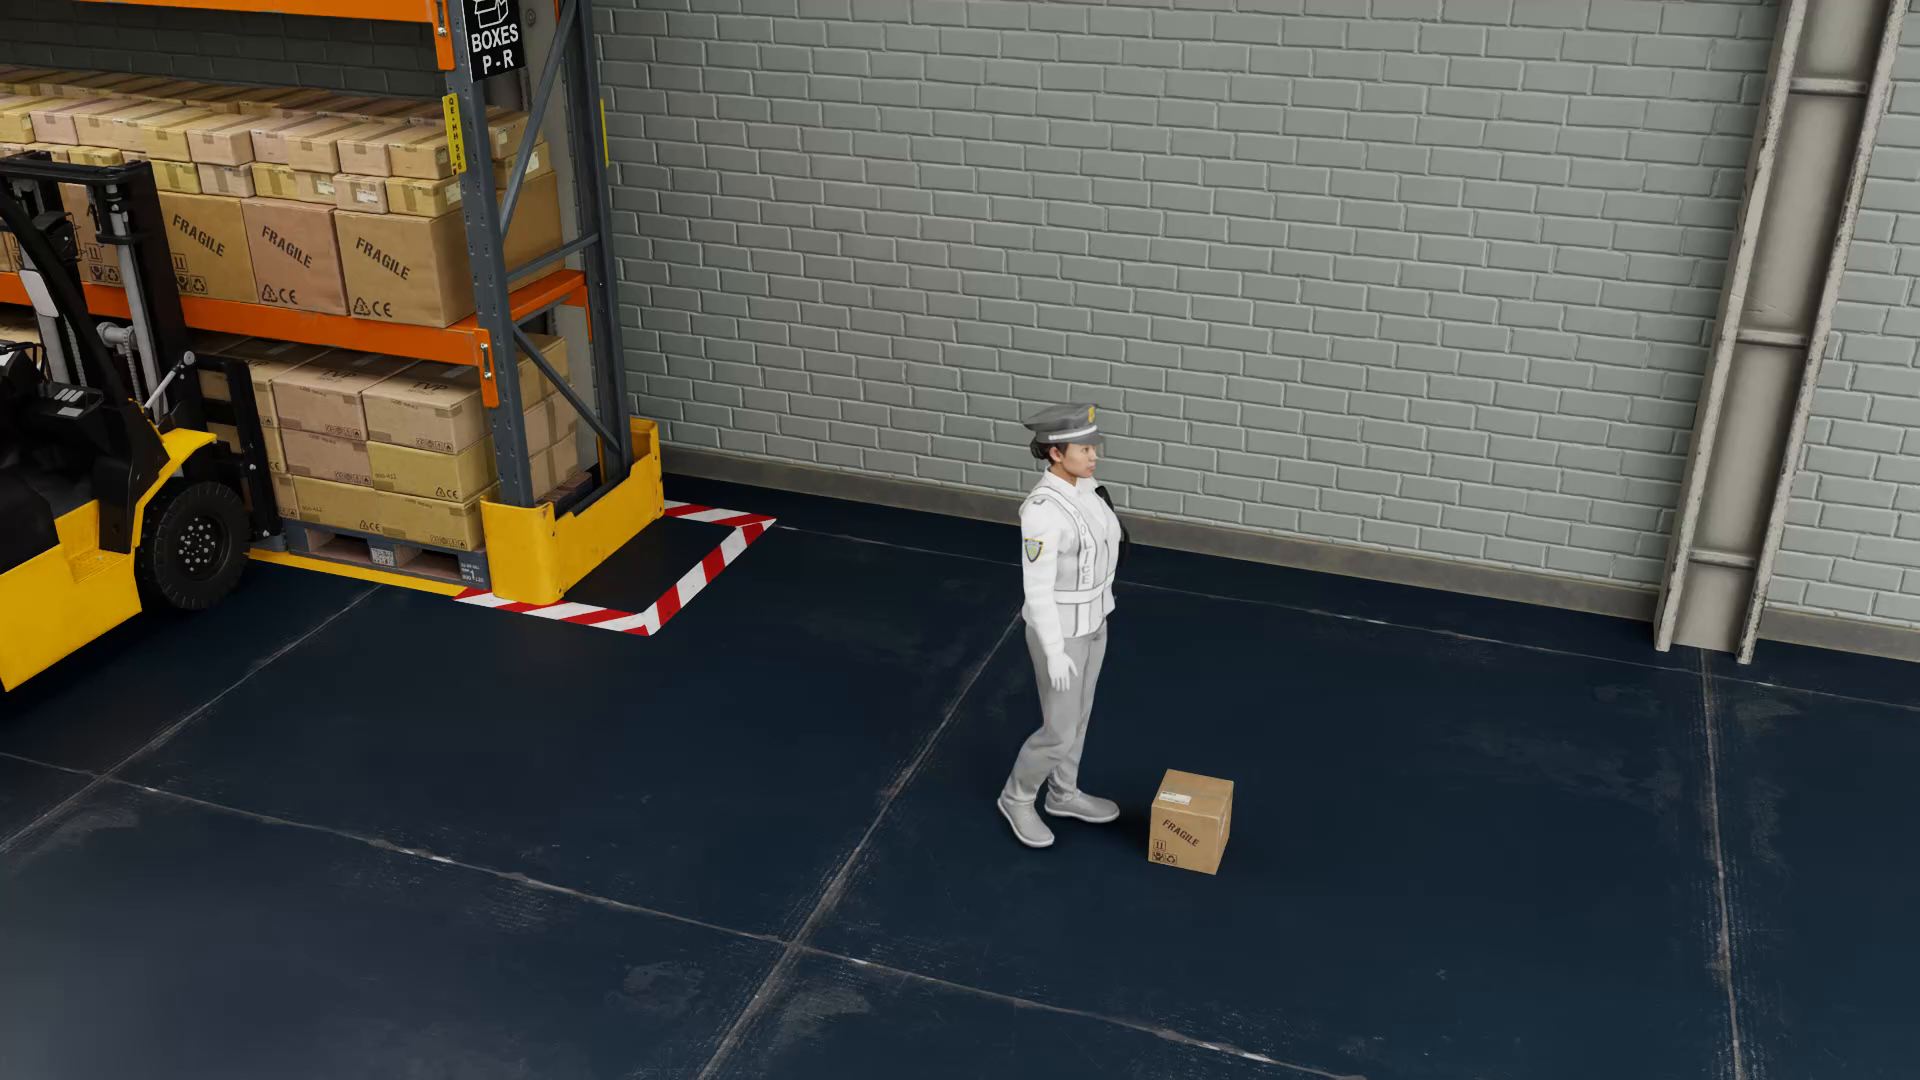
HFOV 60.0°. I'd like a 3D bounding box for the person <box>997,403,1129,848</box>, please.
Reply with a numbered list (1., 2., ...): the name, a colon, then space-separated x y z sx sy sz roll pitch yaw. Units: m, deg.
1. person: 0.371 0.299 5.929 0.421 1.676 0.505 12 28 23
